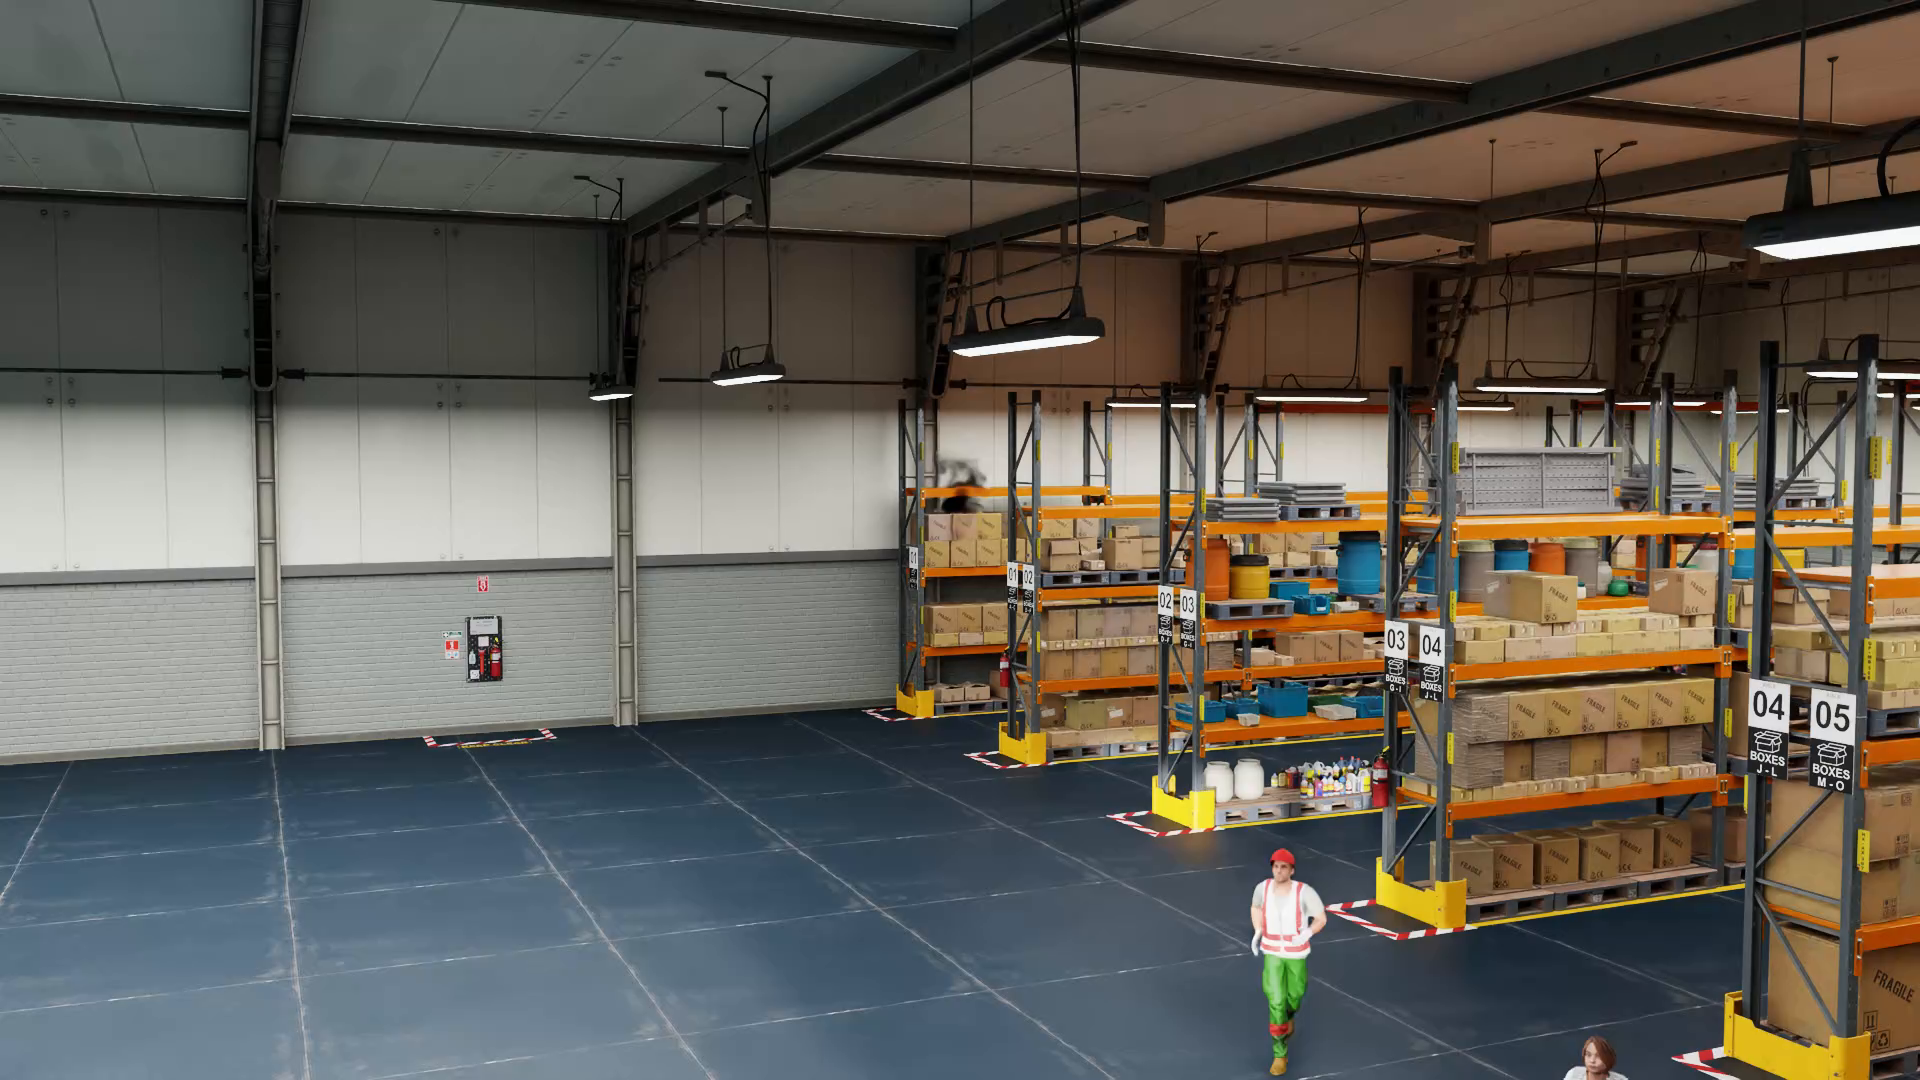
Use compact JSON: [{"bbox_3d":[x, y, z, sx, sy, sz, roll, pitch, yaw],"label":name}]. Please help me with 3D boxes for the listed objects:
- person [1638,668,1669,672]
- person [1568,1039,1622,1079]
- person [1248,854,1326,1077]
[{"bbox_3d":[12.277,2.557,29.610,0.543,1.618,0.685,-2,4,-34],"label":"person"},{"bbox_3d":[3.836,3.787,10.018,0.518,1.567,0.574,2,4,25],"label":"person"},{"bbox_3d":[2.699,3.482,13.808,0.649,1.768,0.730,1,4,18],"label":"person"}]
